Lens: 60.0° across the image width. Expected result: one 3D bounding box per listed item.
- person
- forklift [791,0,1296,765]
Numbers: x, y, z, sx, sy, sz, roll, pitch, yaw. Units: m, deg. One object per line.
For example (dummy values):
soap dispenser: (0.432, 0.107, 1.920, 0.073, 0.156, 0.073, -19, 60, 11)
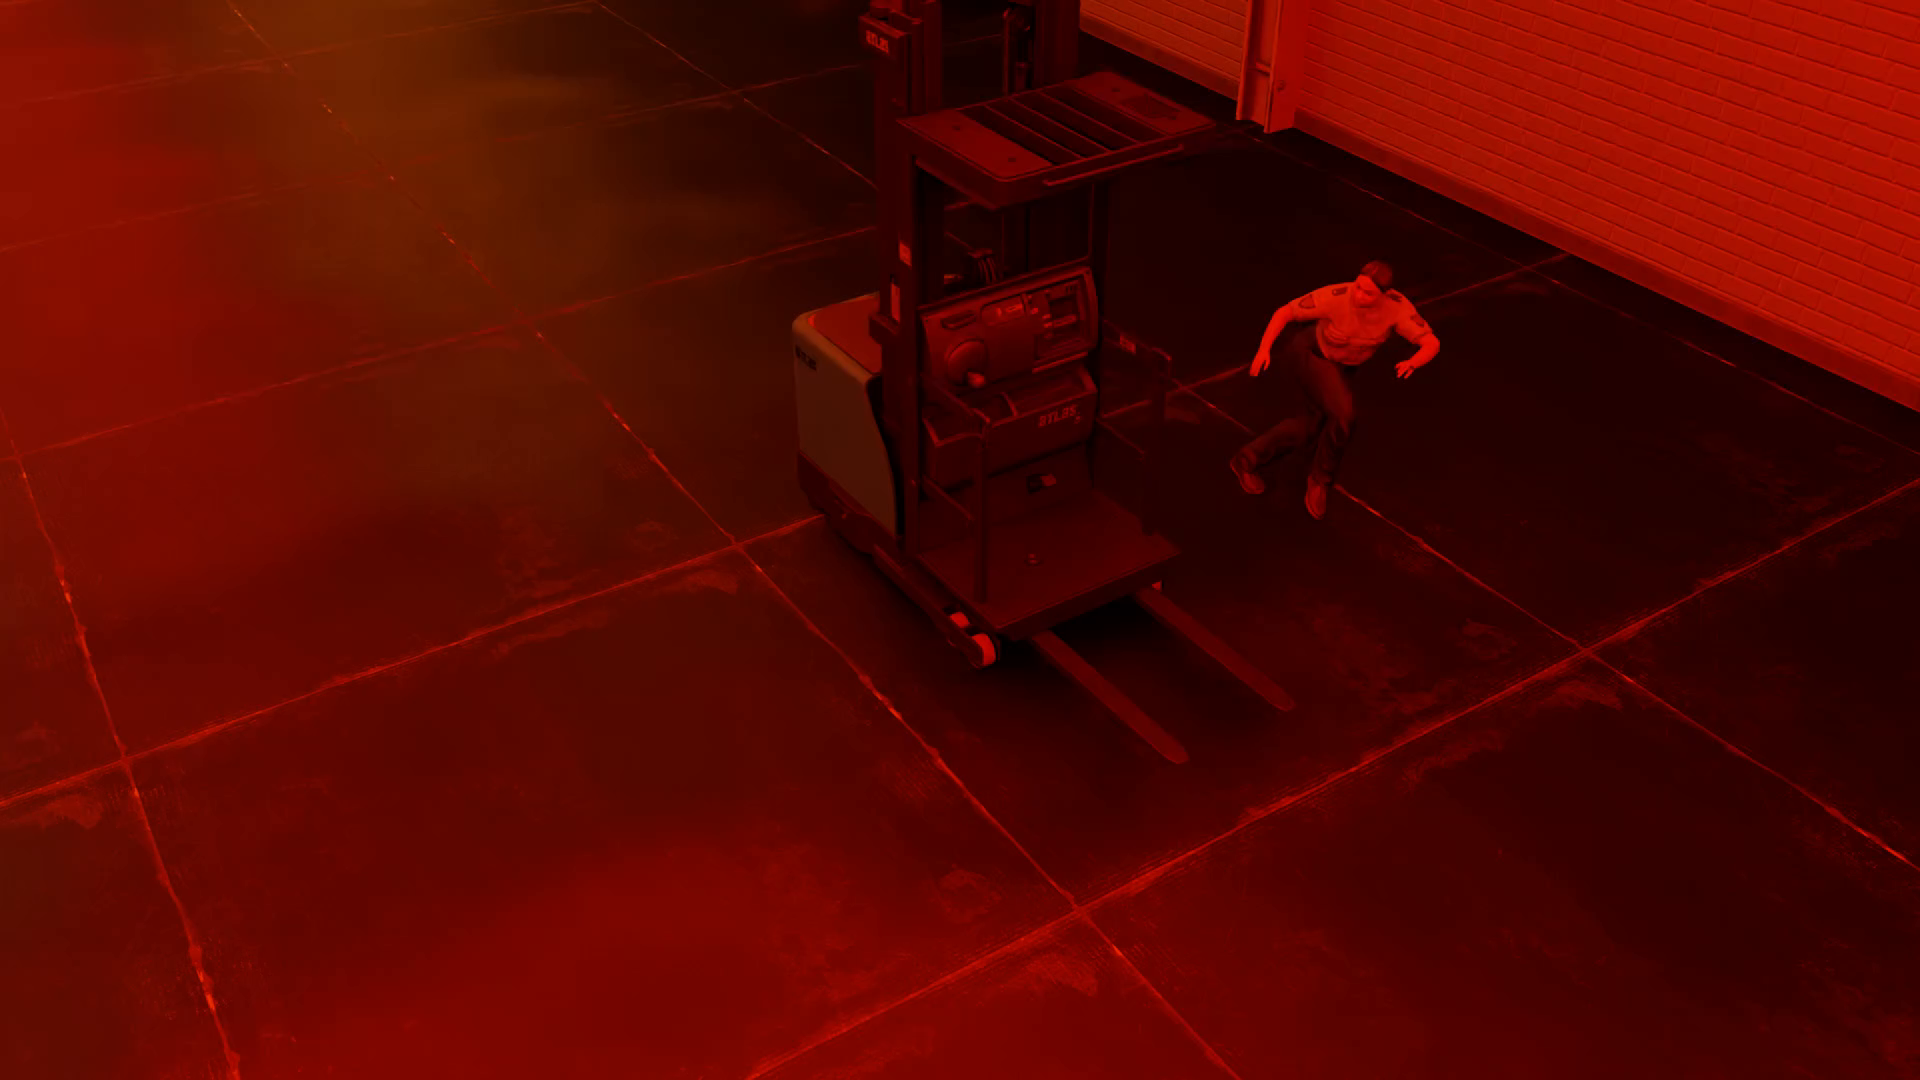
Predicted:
person: (1.917, -0.799, 8.607, 0.922, 1.418, 0.878, -10, 36, -15)
forklift: (0.358, -0.907, 7.439, 1.130, 2.935, 3.031, -21, 40, -27)
